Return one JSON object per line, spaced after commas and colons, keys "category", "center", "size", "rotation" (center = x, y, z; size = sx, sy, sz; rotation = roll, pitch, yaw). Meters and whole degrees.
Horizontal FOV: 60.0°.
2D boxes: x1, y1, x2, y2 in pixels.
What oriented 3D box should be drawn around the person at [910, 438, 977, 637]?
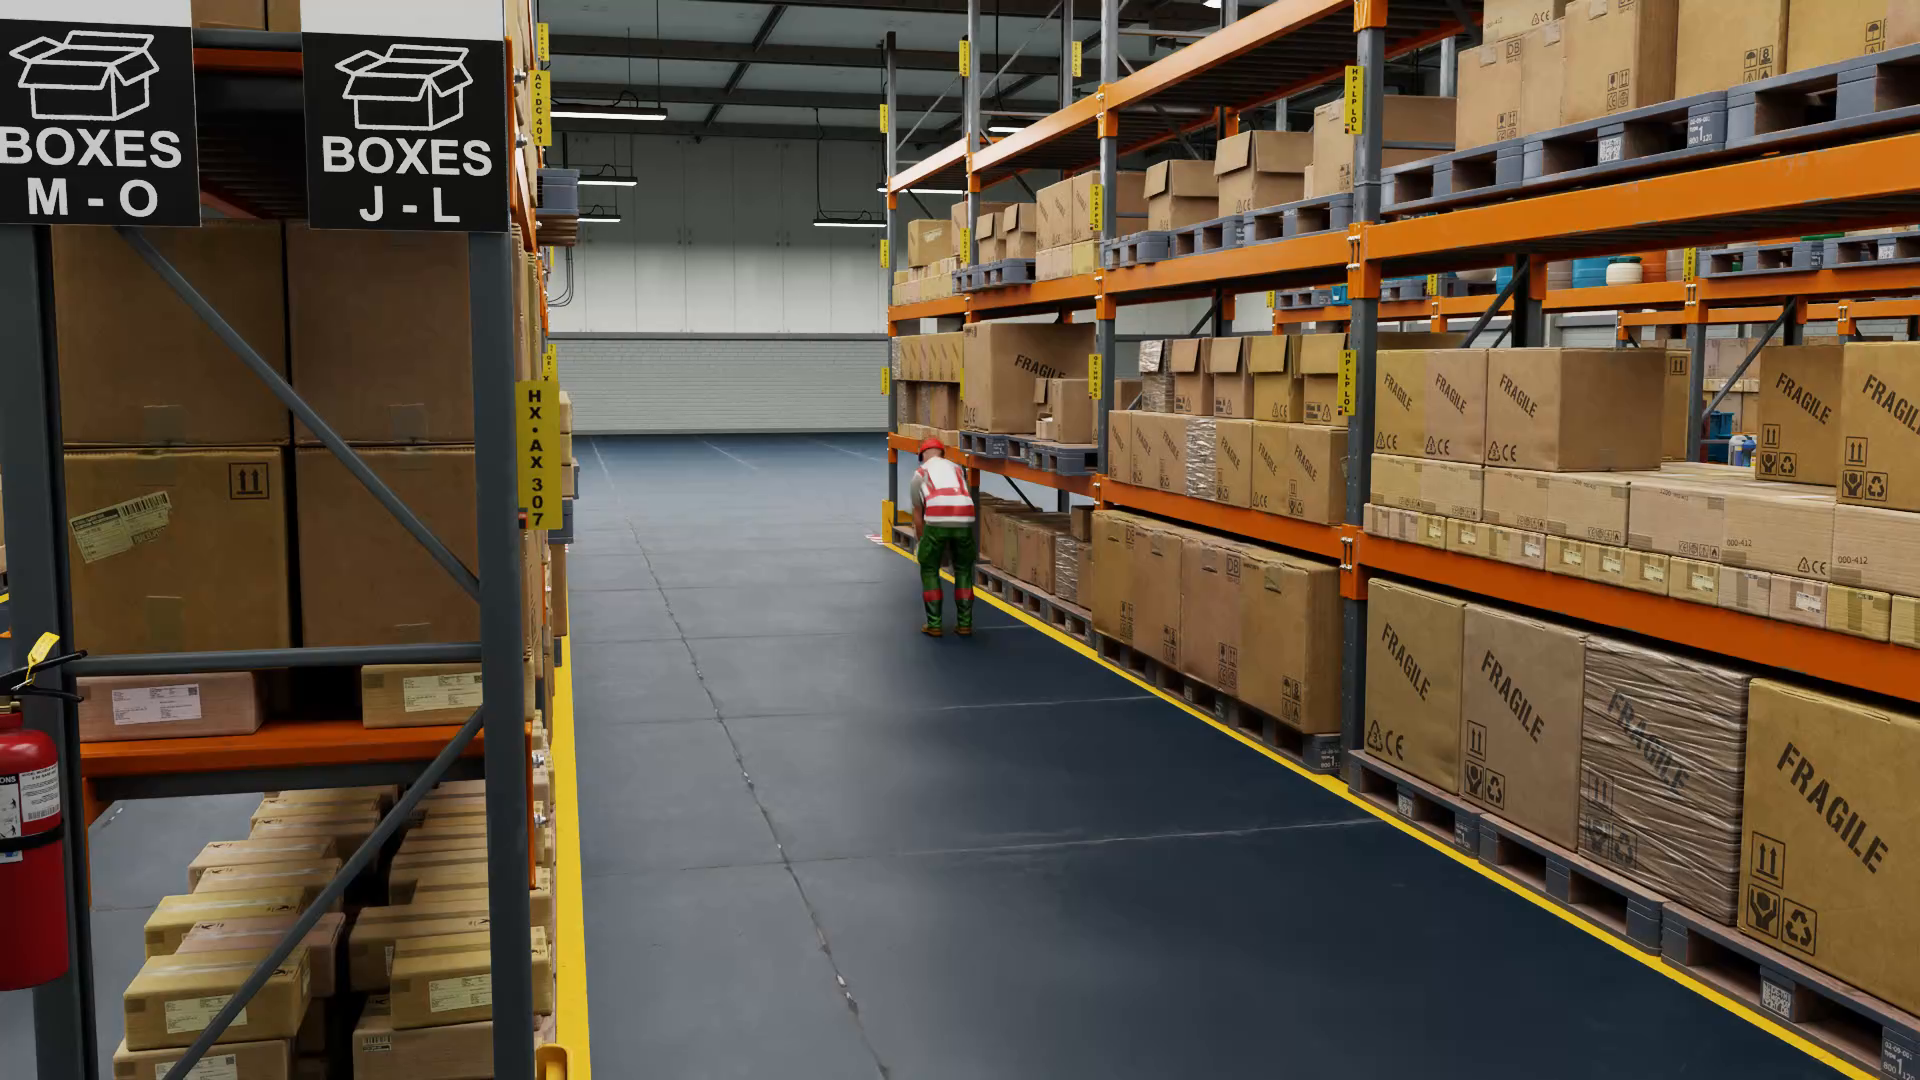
{"category": "person", "center": [-0.149, -0.040, 13.323], "size": [0.484, 1.541, 0.819], "rotation": [-2, 6, -15]}
